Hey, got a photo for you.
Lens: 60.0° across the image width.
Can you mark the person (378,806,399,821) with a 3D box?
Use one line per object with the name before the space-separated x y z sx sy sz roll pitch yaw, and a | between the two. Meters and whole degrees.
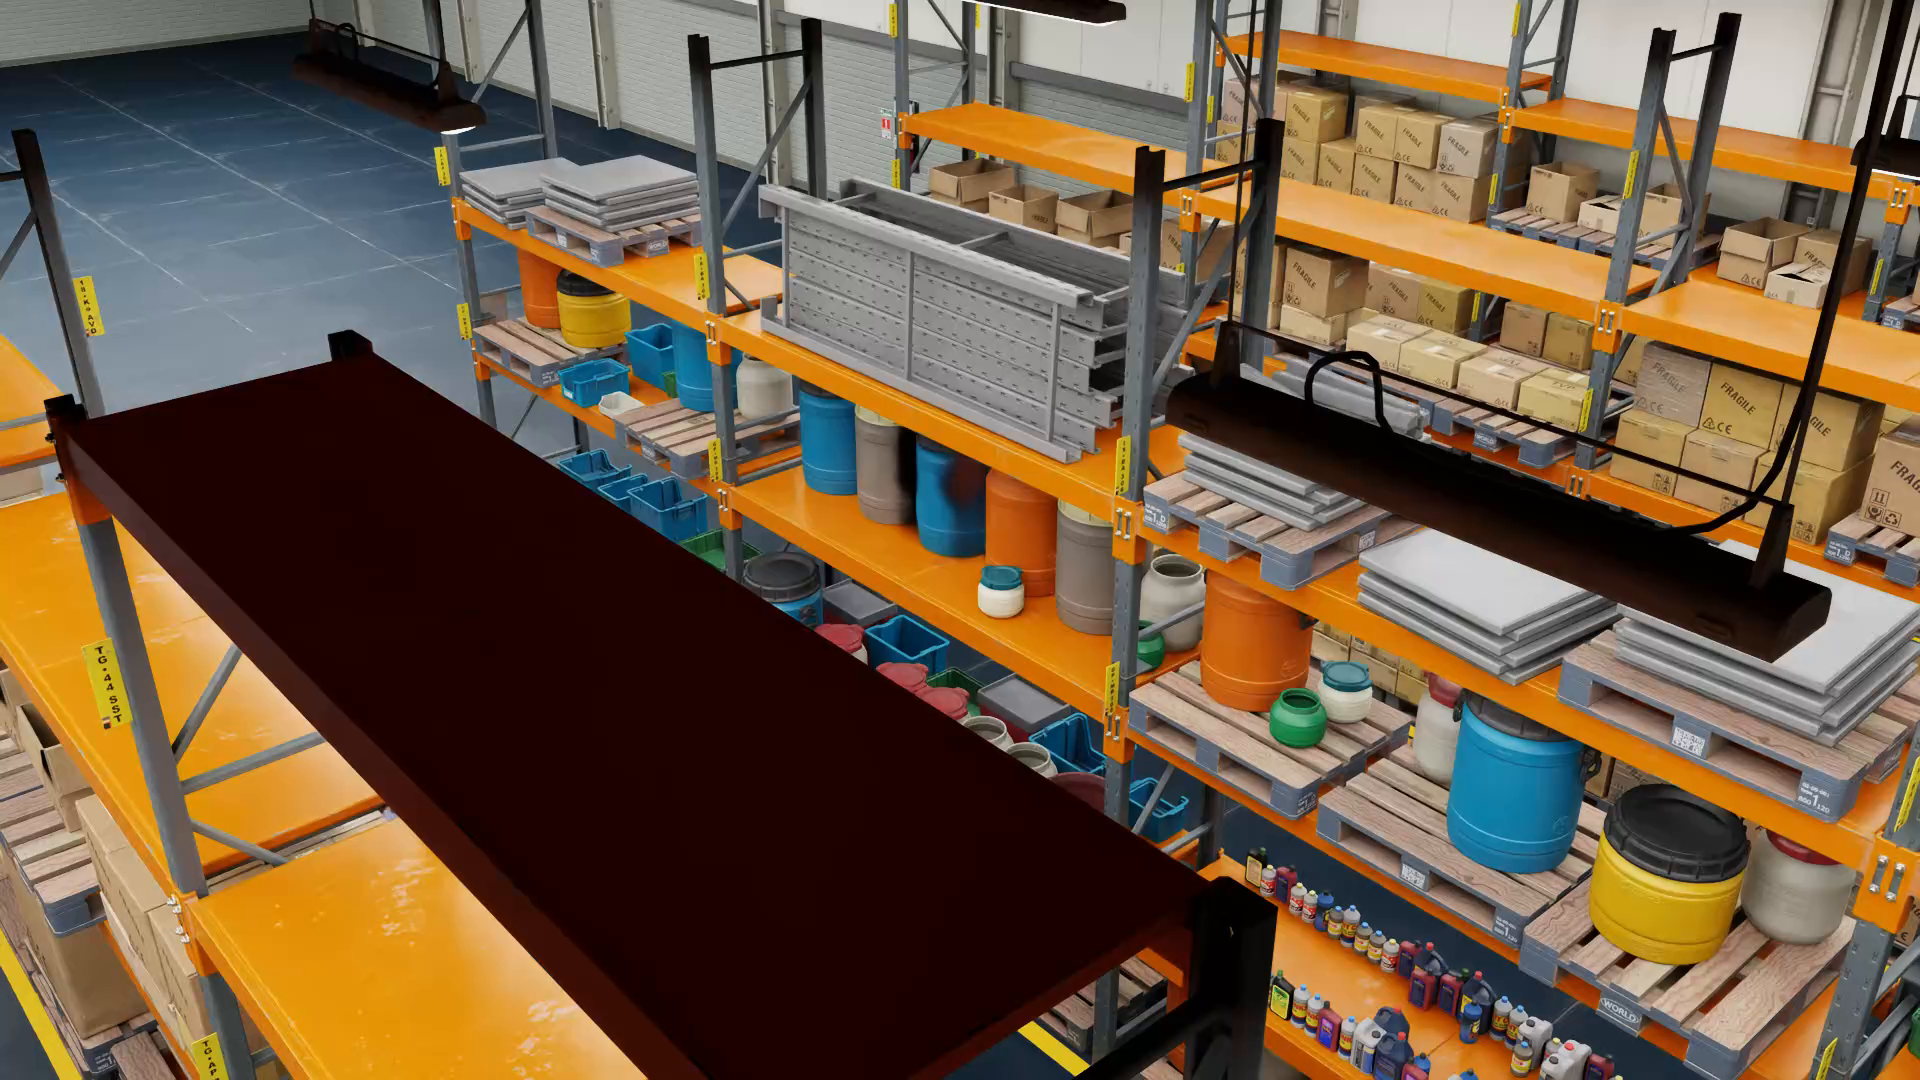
person | -3.817 2.301 11.226 0.514 1.647 0.363 17 31 30
